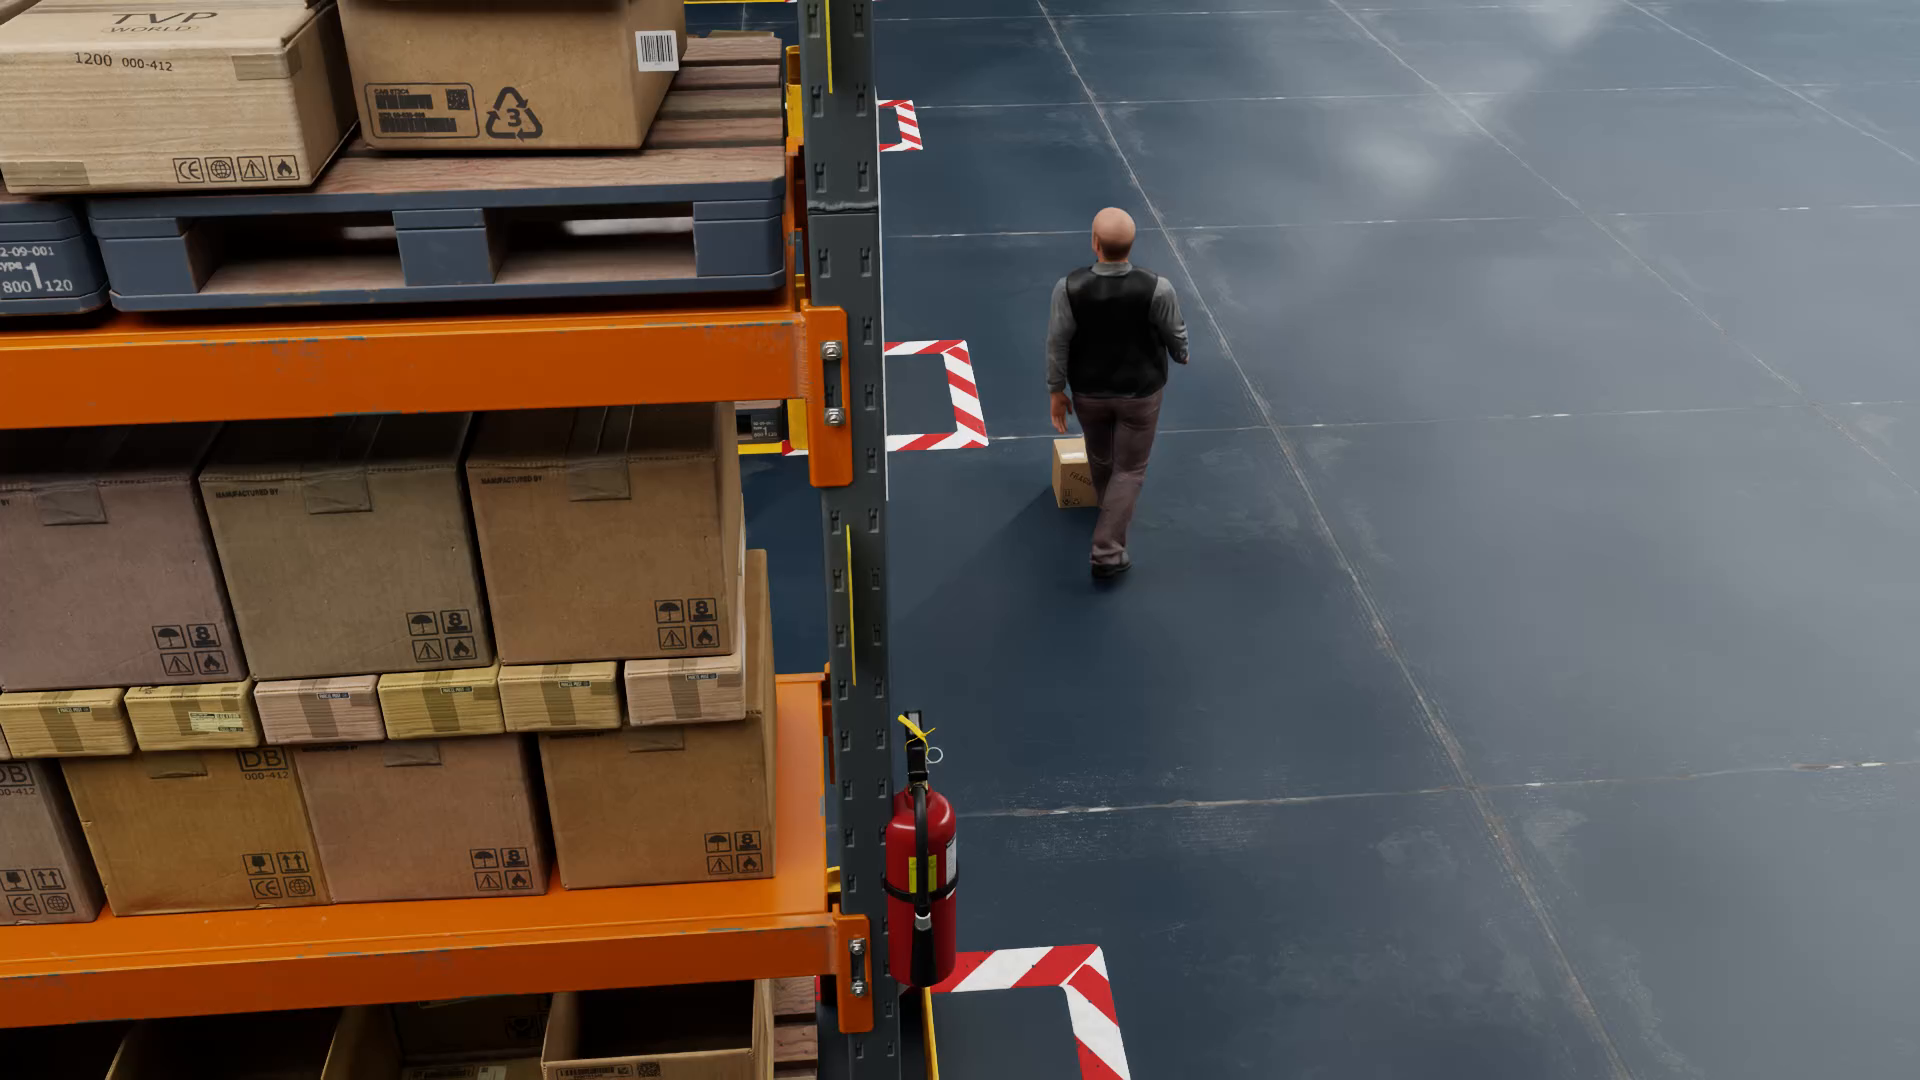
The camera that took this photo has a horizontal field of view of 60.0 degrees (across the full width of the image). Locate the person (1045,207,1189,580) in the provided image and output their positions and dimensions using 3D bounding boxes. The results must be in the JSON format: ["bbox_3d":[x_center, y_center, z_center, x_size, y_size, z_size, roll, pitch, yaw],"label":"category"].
[{"bbox_3d":[0.705,-0.717,7.384,0.594,1.673,0.942,7,32,12],"label":"person"}]
